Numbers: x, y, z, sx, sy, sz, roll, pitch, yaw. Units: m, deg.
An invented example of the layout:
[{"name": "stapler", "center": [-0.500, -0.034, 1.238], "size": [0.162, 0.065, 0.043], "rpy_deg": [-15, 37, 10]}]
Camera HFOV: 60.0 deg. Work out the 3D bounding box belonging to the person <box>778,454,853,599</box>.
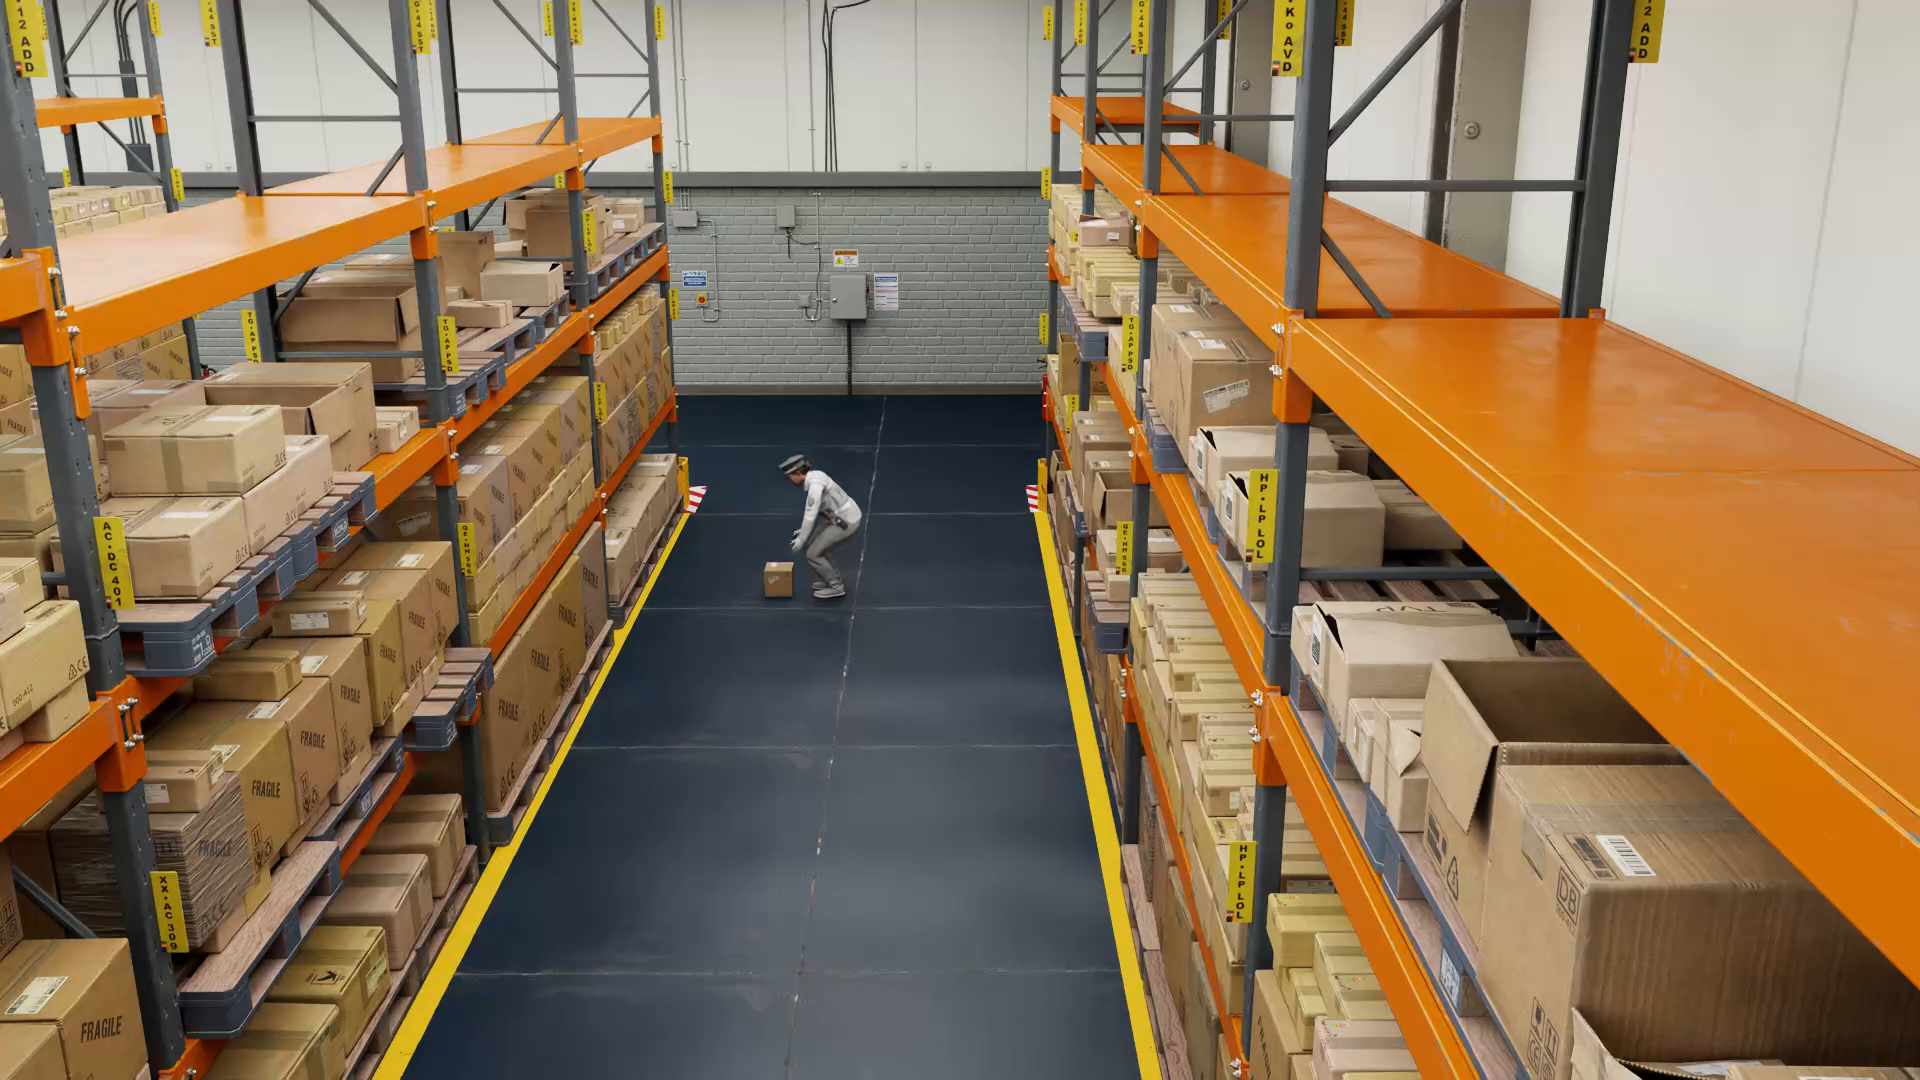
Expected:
[{"name": "person", "center": [-1.304, -0.140, 15.113], "size": [0.656, 1.320, 0.391], "rpy_deg": [0, 17, -1]}]
